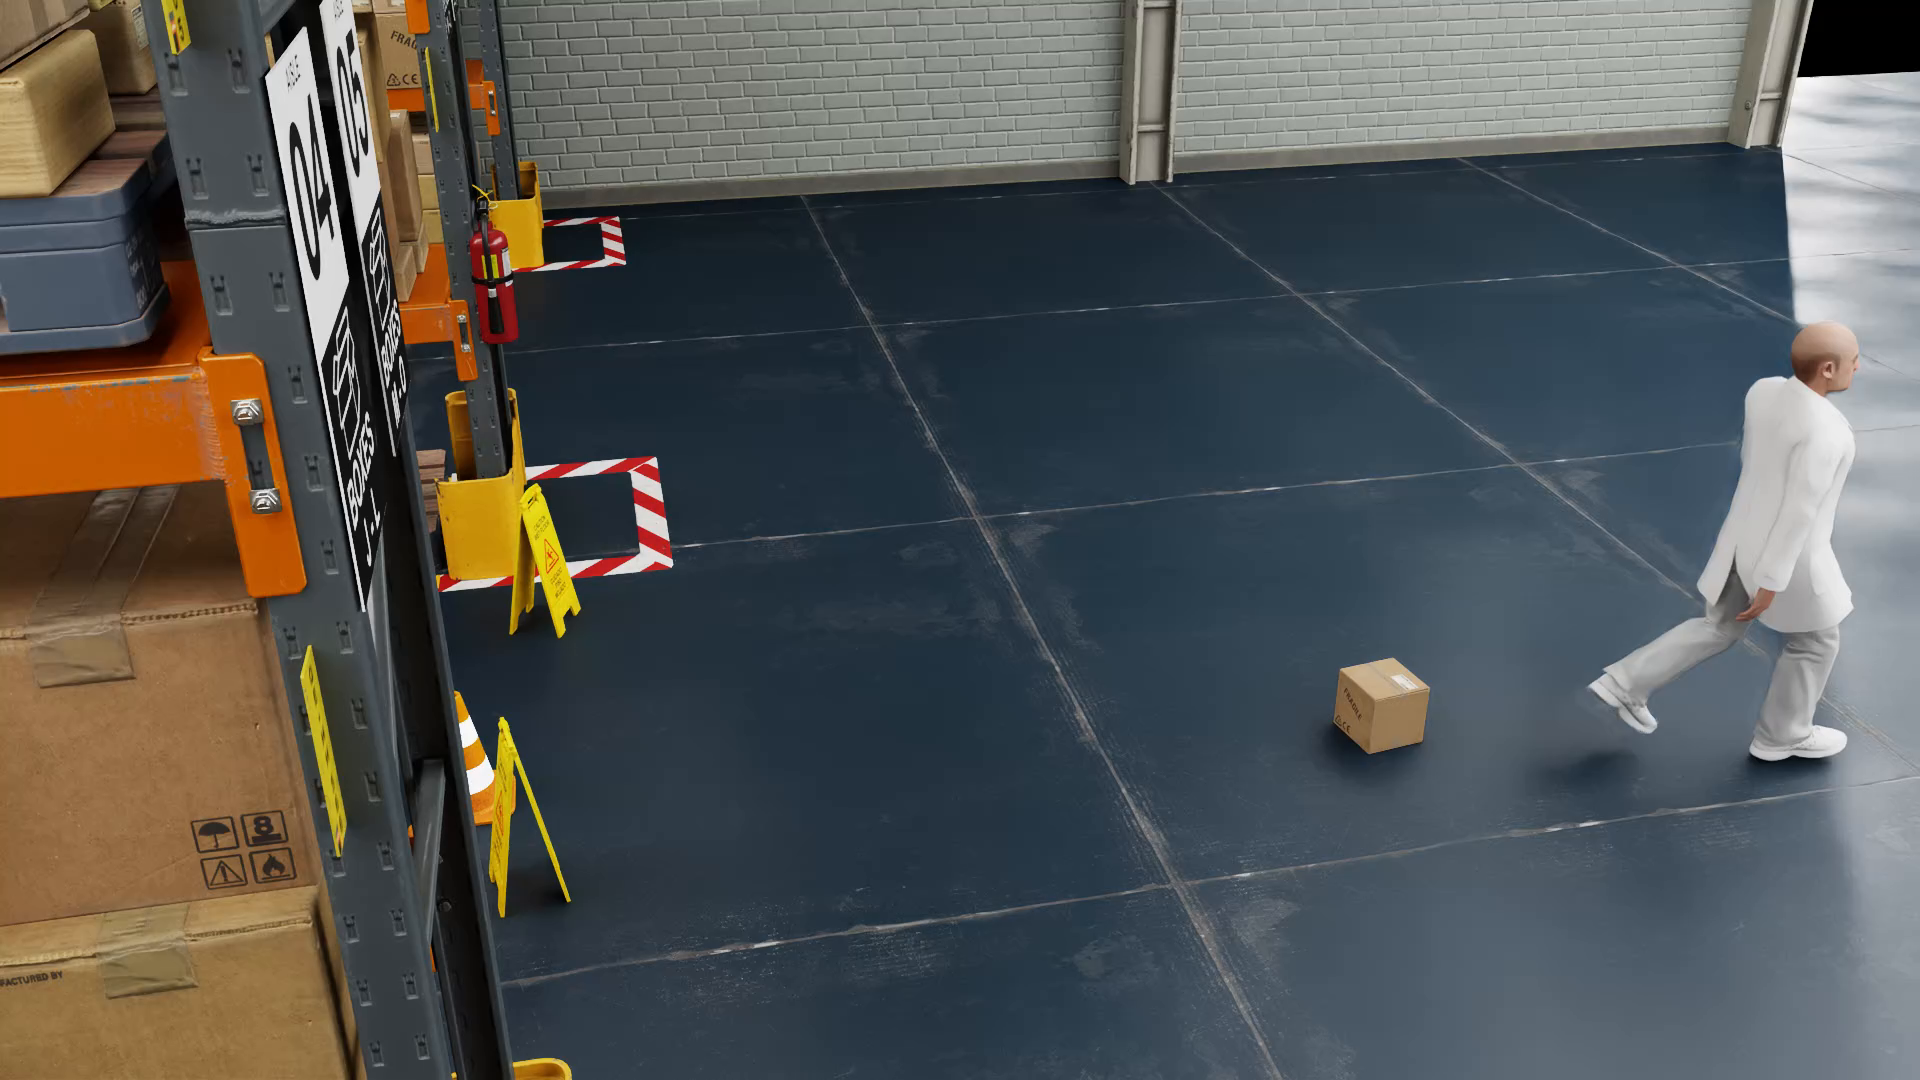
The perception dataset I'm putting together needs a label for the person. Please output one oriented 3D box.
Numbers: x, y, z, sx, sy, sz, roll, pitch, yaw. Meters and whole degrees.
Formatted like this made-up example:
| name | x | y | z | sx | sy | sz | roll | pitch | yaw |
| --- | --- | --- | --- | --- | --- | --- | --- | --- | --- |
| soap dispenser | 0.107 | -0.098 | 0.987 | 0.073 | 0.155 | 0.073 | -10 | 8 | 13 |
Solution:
| name | x | y | z | sx | sy | sz | roll | pitch | yaw |
| --- | --- | --- | --- | --- | --- | --- | --- | --- | --- |
| person | 2.907 | 0.035 | 6.046 | 1.009 | 1.740 | 0.605 | -3 | 27 | -6 |
